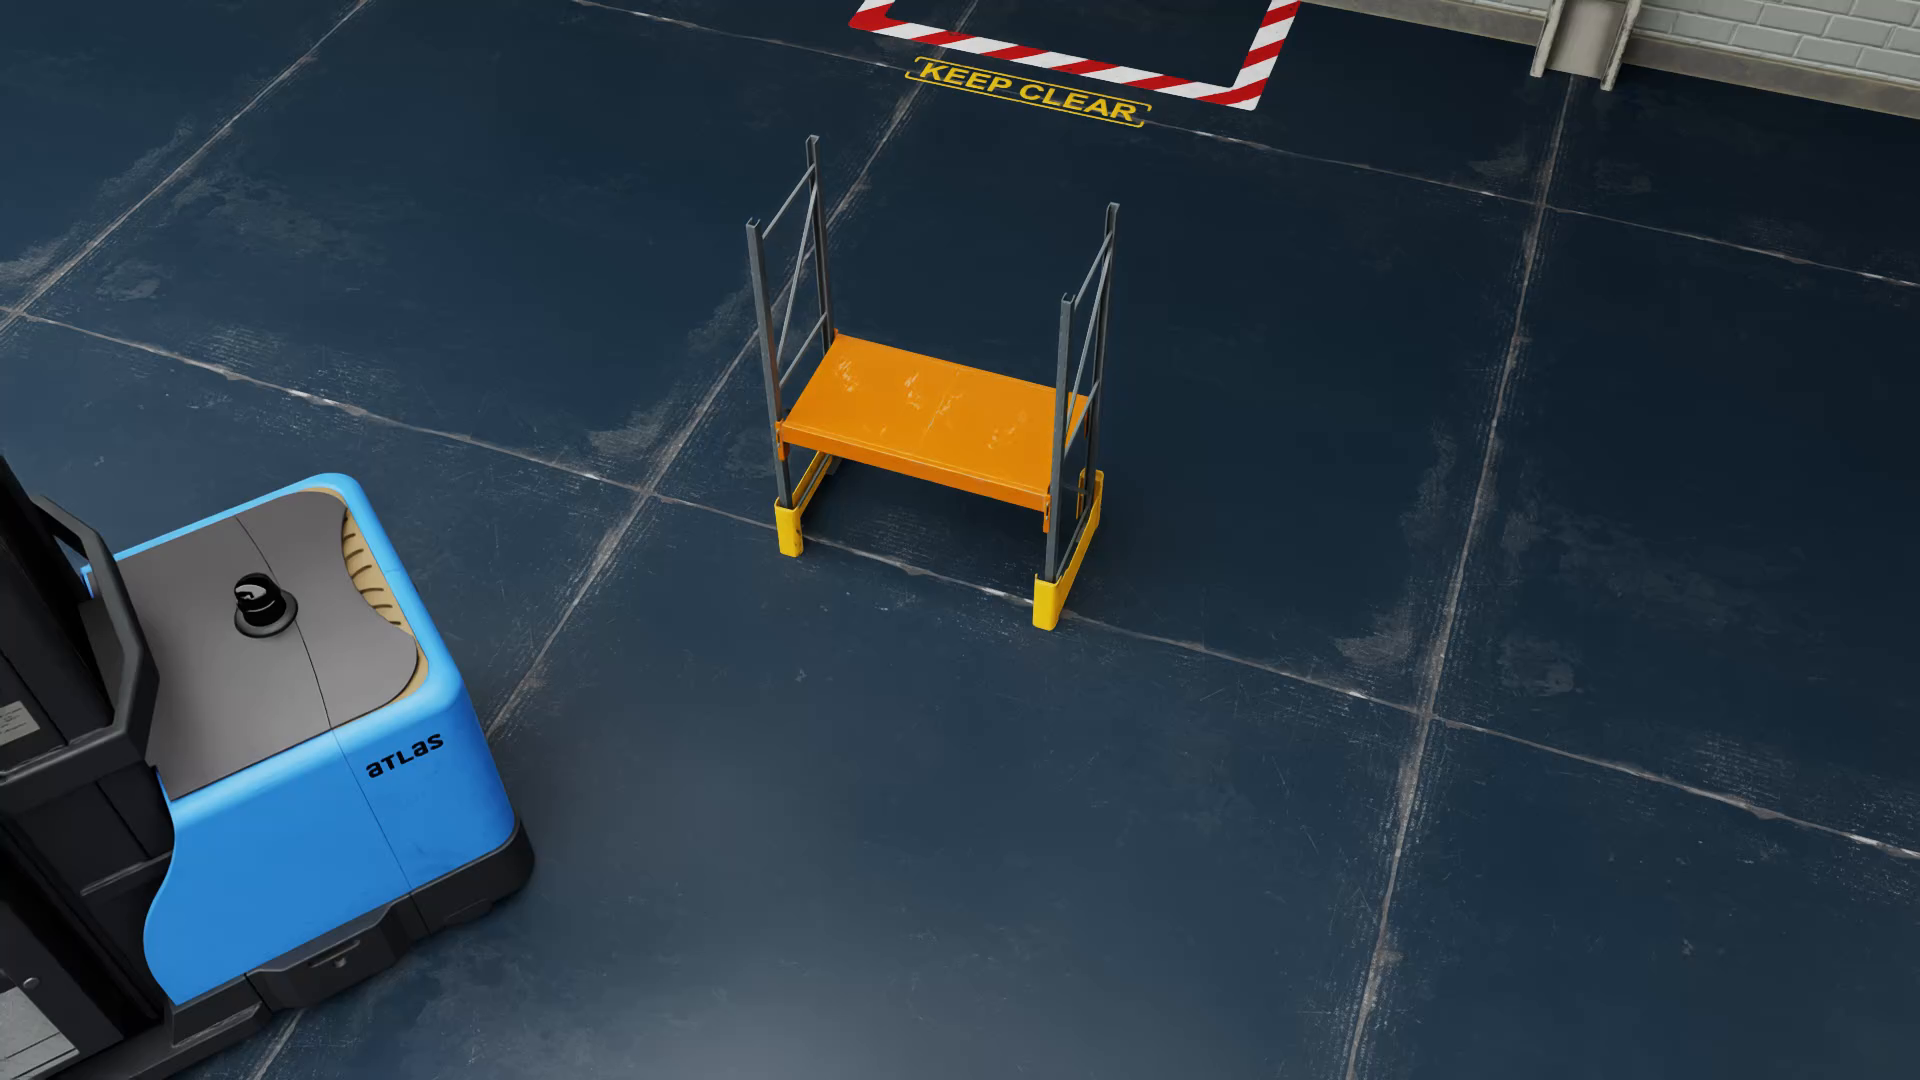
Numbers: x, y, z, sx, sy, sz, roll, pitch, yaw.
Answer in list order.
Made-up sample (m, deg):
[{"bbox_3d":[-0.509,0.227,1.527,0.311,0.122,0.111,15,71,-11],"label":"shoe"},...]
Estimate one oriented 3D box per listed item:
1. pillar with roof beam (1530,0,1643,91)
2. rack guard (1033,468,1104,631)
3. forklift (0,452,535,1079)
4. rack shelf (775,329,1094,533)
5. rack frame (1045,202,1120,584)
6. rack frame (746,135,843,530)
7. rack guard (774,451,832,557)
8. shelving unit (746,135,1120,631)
[{"bbox_3d":[1.574,-2.258,2.252,0.400,9.000,9.100,16,51,13],"label":"pillar with roof beam"},{"bbox_3d":[0.396,0.029,6.060,0.087,0.250,0.587,16,51,13],"label":"rack guard"},{"bbox_3d":[-2.868,0.415,3.950,3.031,2.935,1.130,-25,54,-20],"label":"forklift"},{"bbox_3d":[-0.080,-0.396,5.839,1.000,0.185,0.538,16,51,13],"label":"rack shelf"},{"bbox_3d":[0.397,-0.380,5.587,0.032,1.500,0.500,16,51,13],"label":"rack frame"},{"bbox_3d":[-0.557,-0.647,5.818,0.032,1.500,0.500,16,51,13],"label":"rack frame"},{"bbox_3d":[-0.539,-0.232,6.286,0.087,0.250,0.587,16,51,13],"label":"rack guard"},{"bbox_3d":[-0.072,-0.511,5.701,1.083,1.500,0.587,16,51,13],"label":"shelving unit"}]
